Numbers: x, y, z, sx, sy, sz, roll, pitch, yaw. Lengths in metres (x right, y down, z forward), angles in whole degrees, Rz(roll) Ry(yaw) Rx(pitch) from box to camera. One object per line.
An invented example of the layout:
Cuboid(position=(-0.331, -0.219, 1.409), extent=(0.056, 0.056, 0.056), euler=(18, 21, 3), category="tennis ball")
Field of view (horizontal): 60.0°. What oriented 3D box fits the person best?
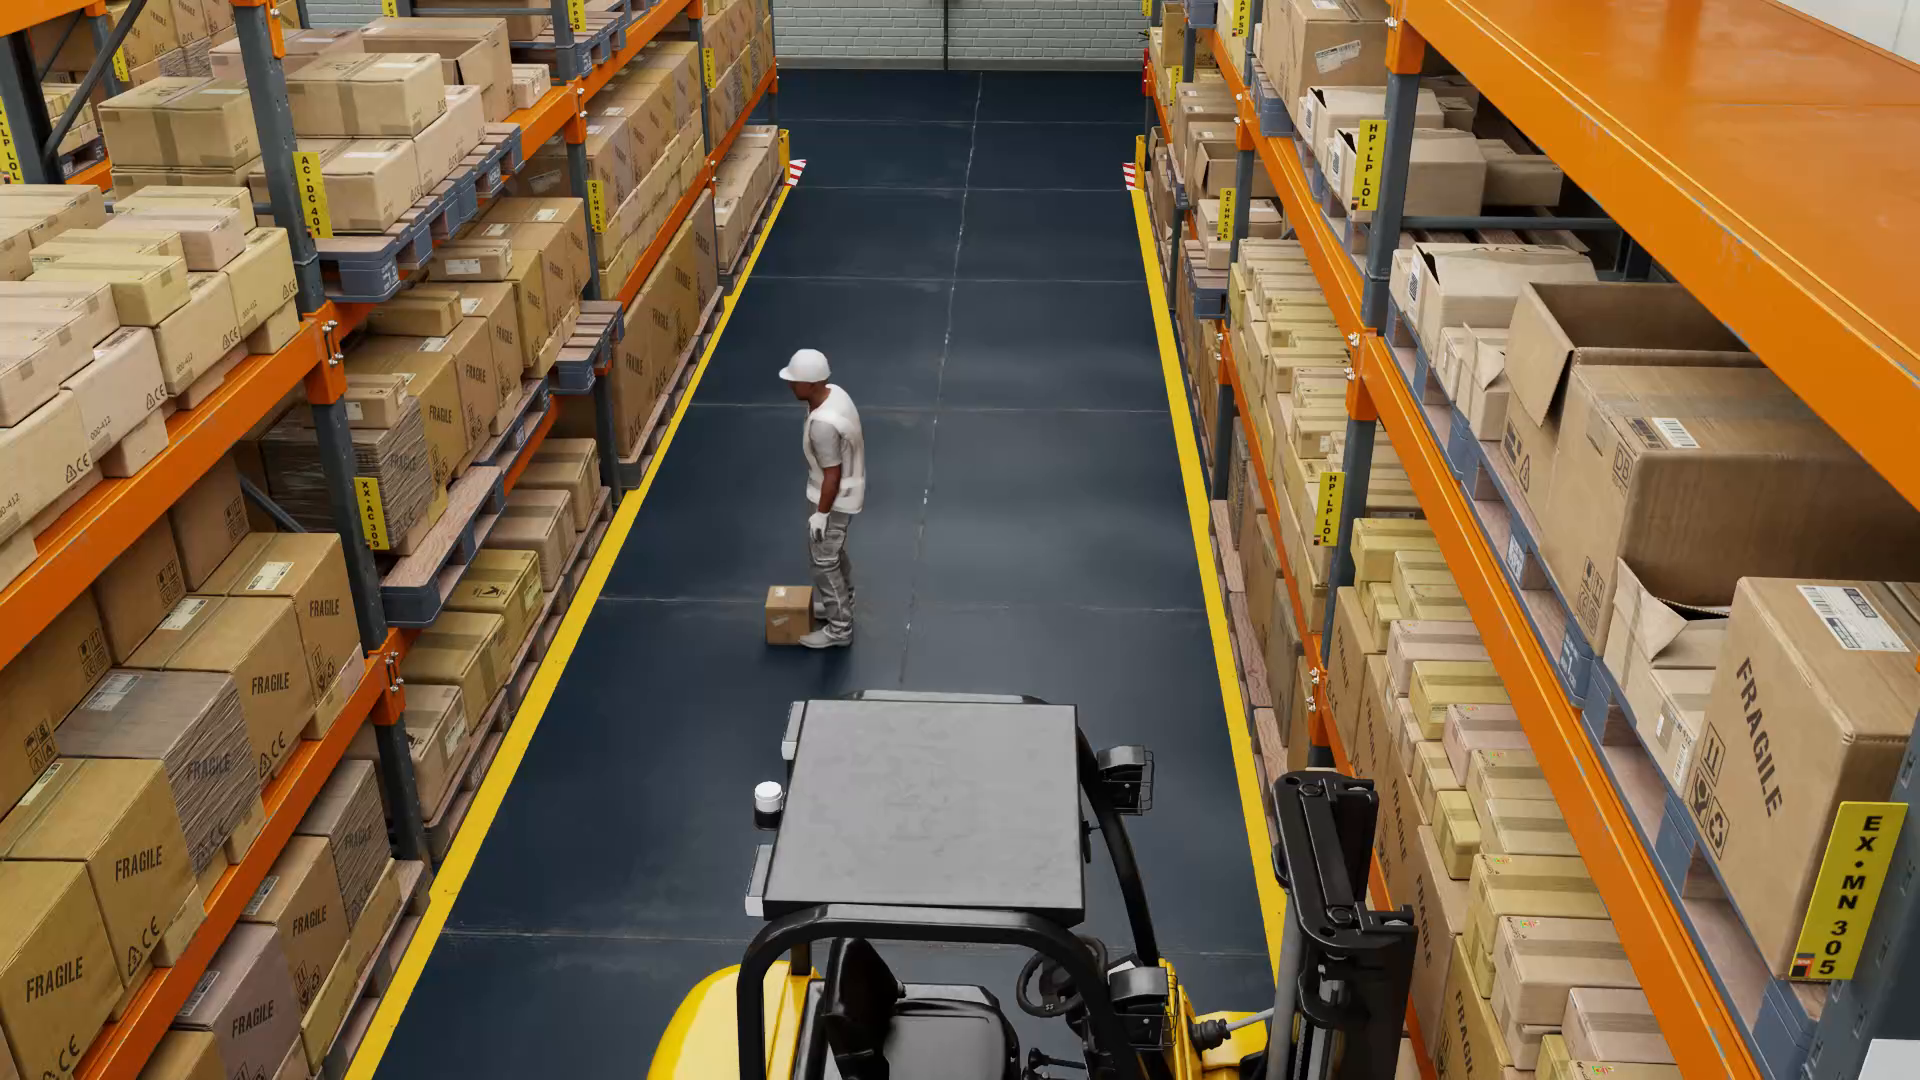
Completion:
Cuboid(position=(-0.748, -0.239, 9.300), extent=(0.446, 1.774, 0.604), euler=(0, 28, 0), category="person")
